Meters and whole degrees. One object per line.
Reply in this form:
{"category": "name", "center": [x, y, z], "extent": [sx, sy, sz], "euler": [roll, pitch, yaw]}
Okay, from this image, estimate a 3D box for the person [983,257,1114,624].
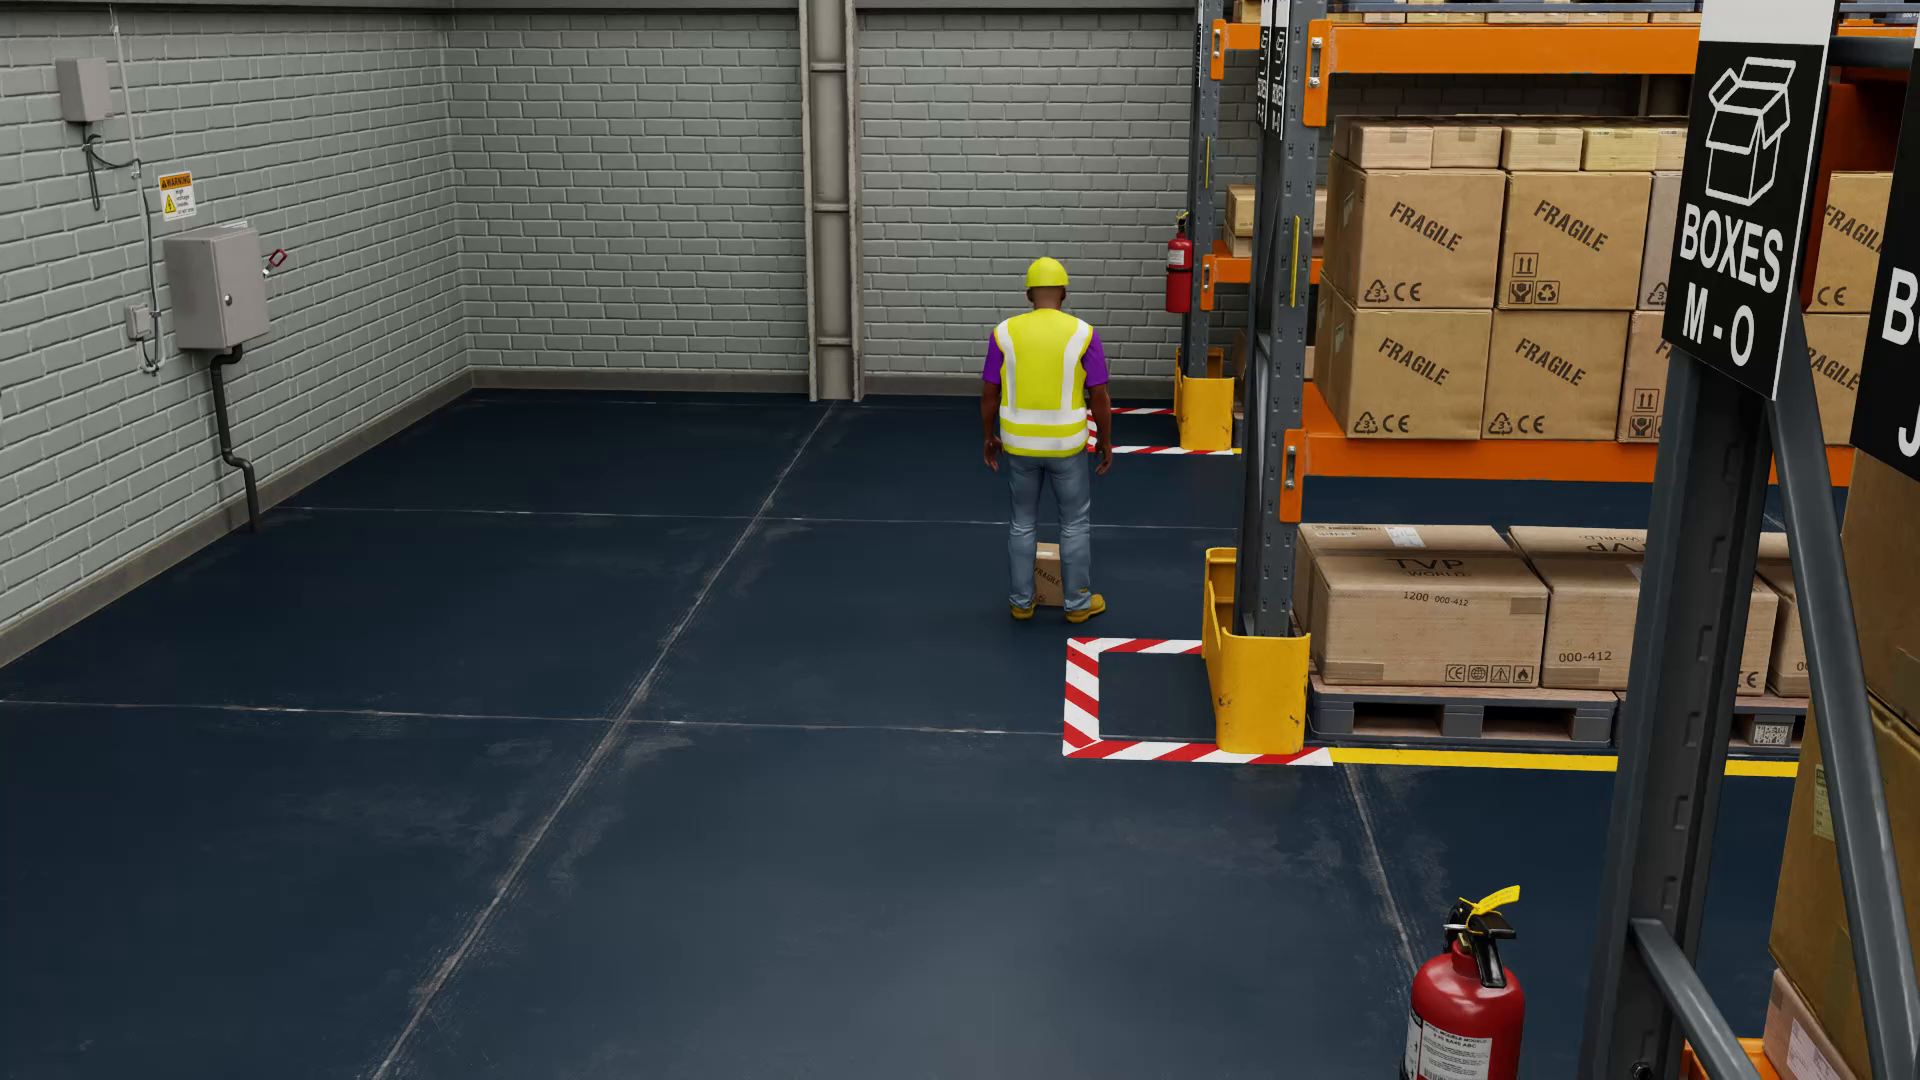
{"category": "person", "center": [0.430, -0.478, 8.044], "extent": [0.632, 1.760, 0.463], "euler": [5, 18, 14]}
